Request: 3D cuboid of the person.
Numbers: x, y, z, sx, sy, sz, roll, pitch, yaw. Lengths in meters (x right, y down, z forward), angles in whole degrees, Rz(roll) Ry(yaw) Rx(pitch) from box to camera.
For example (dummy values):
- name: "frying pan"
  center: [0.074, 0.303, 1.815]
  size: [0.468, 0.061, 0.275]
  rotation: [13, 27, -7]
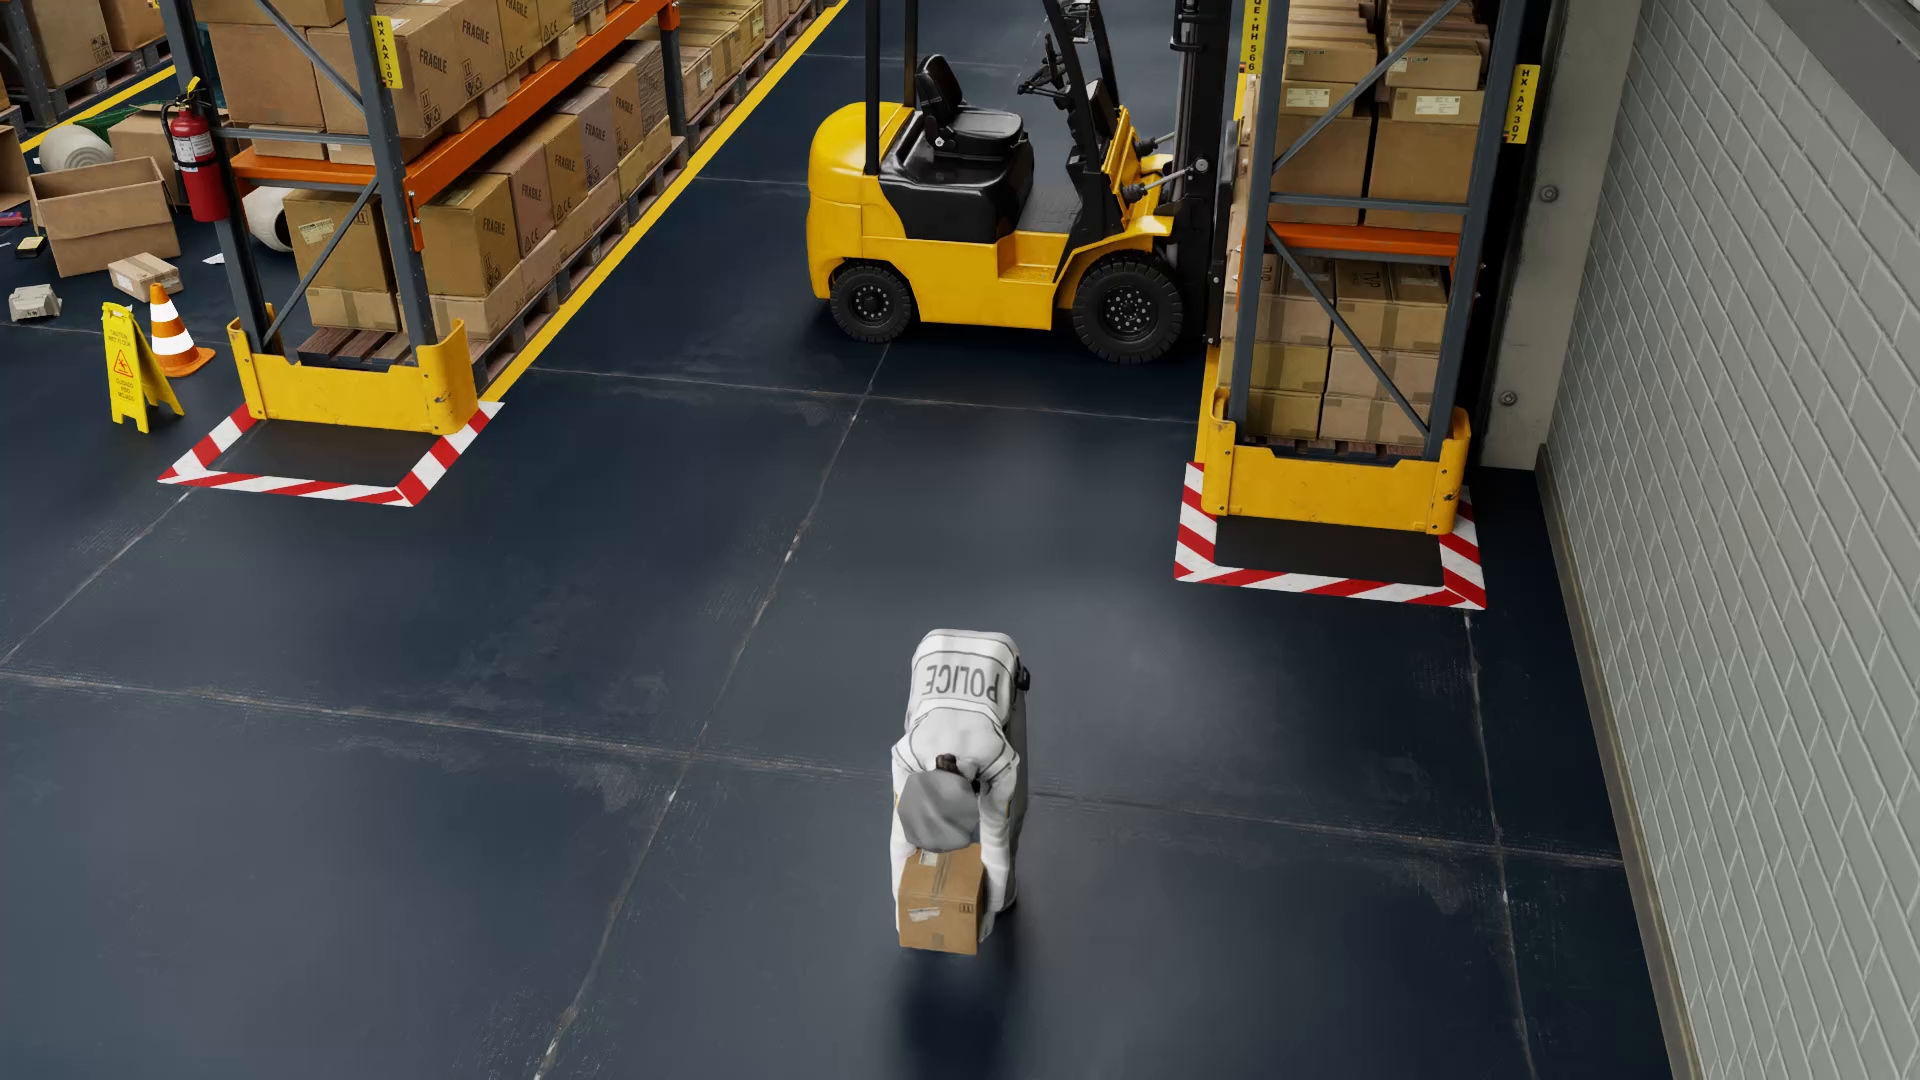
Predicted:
- name: "person"
  center: [-0.003, 0.876, 5.381]
  size: [0.426, 1.005, 0.917]
  rotation: [4, 33, 6]
